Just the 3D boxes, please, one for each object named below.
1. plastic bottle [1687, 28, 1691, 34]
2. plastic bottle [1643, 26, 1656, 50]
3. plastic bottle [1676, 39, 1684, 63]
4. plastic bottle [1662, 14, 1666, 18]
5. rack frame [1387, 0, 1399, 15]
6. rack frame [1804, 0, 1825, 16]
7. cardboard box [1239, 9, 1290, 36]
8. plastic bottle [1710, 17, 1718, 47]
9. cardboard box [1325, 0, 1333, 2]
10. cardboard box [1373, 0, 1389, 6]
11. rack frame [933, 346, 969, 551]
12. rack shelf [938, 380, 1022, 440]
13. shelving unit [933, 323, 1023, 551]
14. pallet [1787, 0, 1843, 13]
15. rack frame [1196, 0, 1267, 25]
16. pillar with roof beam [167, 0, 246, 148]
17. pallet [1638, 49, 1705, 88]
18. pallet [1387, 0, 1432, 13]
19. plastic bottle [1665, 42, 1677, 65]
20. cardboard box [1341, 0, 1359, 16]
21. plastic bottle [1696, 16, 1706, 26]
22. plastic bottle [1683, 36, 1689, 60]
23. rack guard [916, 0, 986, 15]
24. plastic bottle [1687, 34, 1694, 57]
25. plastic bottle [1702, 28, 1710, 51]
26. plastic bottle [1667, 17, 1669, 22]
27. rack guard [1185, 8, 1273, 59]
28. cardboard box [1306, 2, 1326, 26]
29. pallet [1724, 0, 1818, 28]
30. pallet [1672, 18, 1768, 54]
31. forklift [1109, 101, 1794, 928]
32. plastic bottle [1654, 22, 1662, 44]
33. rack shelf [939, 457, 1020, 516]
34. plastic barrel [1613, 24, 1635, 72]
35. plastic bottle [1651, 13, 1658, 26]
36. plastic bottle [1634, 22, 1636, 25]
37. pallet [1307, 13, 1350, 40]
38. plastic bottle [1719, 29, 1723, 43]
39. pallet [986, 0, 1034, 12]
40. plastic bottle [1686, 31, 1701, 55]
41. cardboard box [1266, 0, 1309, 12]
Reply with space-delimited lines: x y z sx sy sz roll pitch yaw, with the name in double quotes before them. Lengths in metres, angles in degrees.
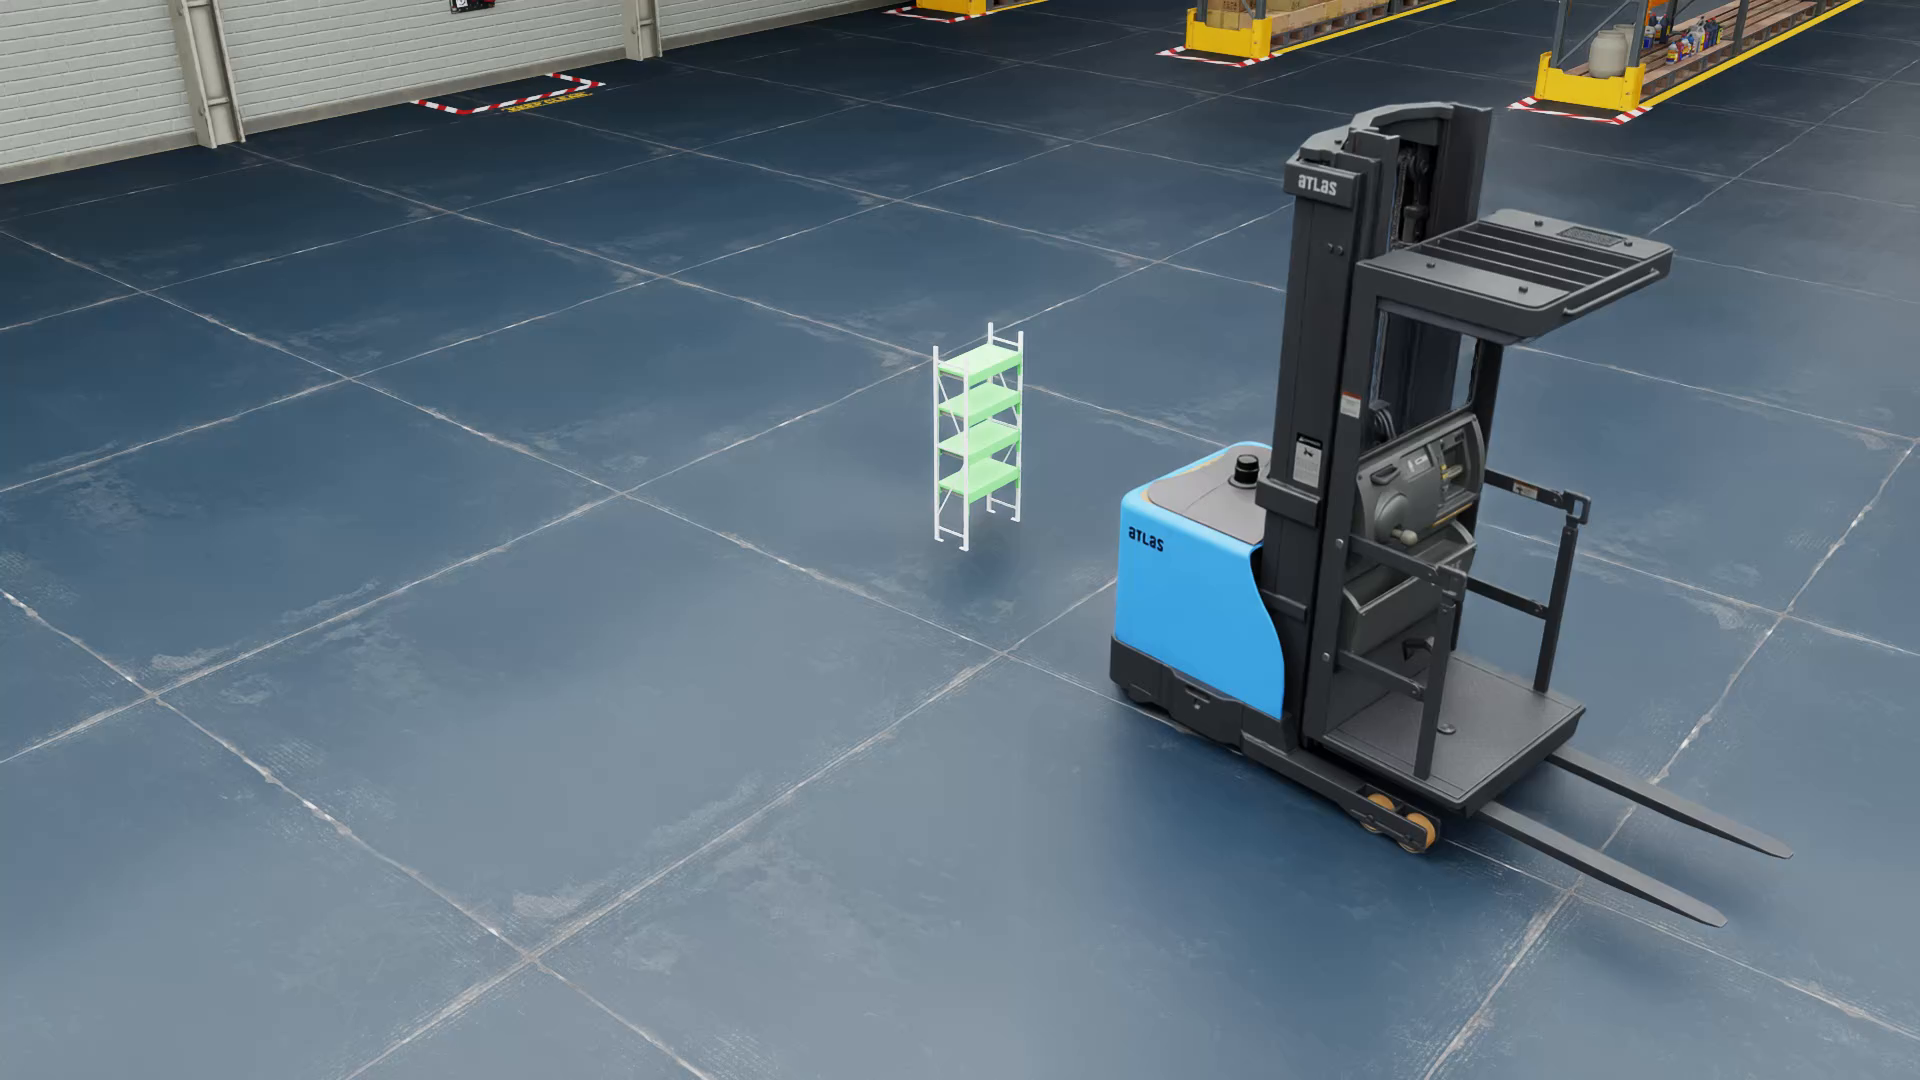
"plastic bottle" 9.391 -6.452 21.436 0.061 0.283 0.133 21 34 34
"plastic bottle" 8.907 -6.507 21.548 0.152 0.276 0.135 21 34 34
"plastic bottle" 9.008 -6.135 20.822 0.061 0.283 0.133 21 34 35
"plastic bottle" 9.460 -6.937 22.384 0.097 0.271 0.097 0 27 0
"rack frame" 6.181 -9.387 24.630 1.000 3.000 0.127 21 34 34
"rack frame" 12.545 -9.356 24.571 1.000 3.000 0.127 21 34 34
"cardboard box" 4.150 -7.059 22.666 0.500 0.250 0.500 21 34 34
"plastic bottle" 9.814 -6.644 21.733 0.144 0.351 0.185 20 33 33
"cardboard box" 5.106 -7.923 23.520 0.500 0.500 0.500 21 34 34
"cardboard box" 6.055 -8.124 24.724 0.500 0.250 0.500 21 34 34
"rack frame" -0.050 -0.505 9.421 0.240 1.200 0.015 21 34 34
"rack shelf" 0.105 -0.748 9.507 0.258 0.148 0.480 21 34 34
"shelving unit" 0.105 -0.592 9.588 0.258 1.200 0.503 21 34 34
"pallet" 13.014 -8.409 25.775 1.003 0.211 1.213 21 34 34
"rack frame" 3.637 -7.969 21.889 1.000 3.000 0.127 21 34 34
"pillar with roof beam" -4.721 -7.068 13.619 9.100 9.000 0.400 21 34 34
"pallet" 8.766 -6.039 21.194 1.003 0.211 1.213 21 34 34
"pallet" 6.620 -8.421 25.798 1.003 0.211 1.213 21 34 34
"plastic bottle" 8.850 -6.055 20.680 0.097 0.271 0.097 0 27 0
"cardboard box" 5.422 -7.768 24.036 0.500 0.250 0.500 21 34 34
"plastic bottle" 9.702 -6.686 21.814 0.144 0.351 0.185 21 34 34
"plastic bottle" 9.132 -6.212 20.984 0.097 0.271 0.097 0 27 0
"rack guard" -0.140 -8.332 25.311 1.175 0.500 0.348 21 34 34
"plastic bottle" 9.261 -6.284 21.123 0.097 0.271 0.097 0 27 0
"plastic bottle" 9.620 -6.476 21.482 0.061 0.283 0.133 23 35 38
"plastic bottle" 9.358 -6.788 22.085 0.061 0.283 0.133 21 34 34
"rack guard" 3.622 -6.850 22.447 1.175 0.500 0.348 21 34 34
"cardboard box" 4.783 -7.414 23.353 0.500 0.250 0.500 21 34 34
"pallet" 12.022 -7.854 24.703 1.003 0.211 1.213 21 34 34
"pallet" 10.470 -6.989 23.030 1.003 0.211 1.213 21 34 34
"forklift" 2.124 -0.225 6.994 1.130 2.935 3.031 -24 36 -38
"plastic bottle" 9.168 -6.670 21.869 0.097 0.271 0.097 0 27 0
"rack shelf" 0.105 -0.322 9.727 0.258 0.148 0.480 21 34 34
"plastic barrel" 8.135 -6.035 20.401 0.421 0.512 0.421 0 27 0
"plastic bottle" 9.167 -6.792 22.018 0.144 0.351 0.185 22 34 36
"plastic bottle" 8.777 -6.574 21.598 0.144 0.351 0.185 20 34 34
"pallet" 4.867 -7.444 23.910 1.003 0.211 1.213 21 34 34
"plastic bottle" 10.011 -6.671 21.947 0.097 0.201 0.097 0 27 0
"pallet" 0.404 -8.481 25.915 1.003 0.211 1.213 21 34 34
"plastic bottle" 9.380 -6.372 21.288 0.152 0.276 0.135 21 34 35
"cardboard box" 4.466 -7.570 22.838 0.500 0.500 0.500 21 34 34
